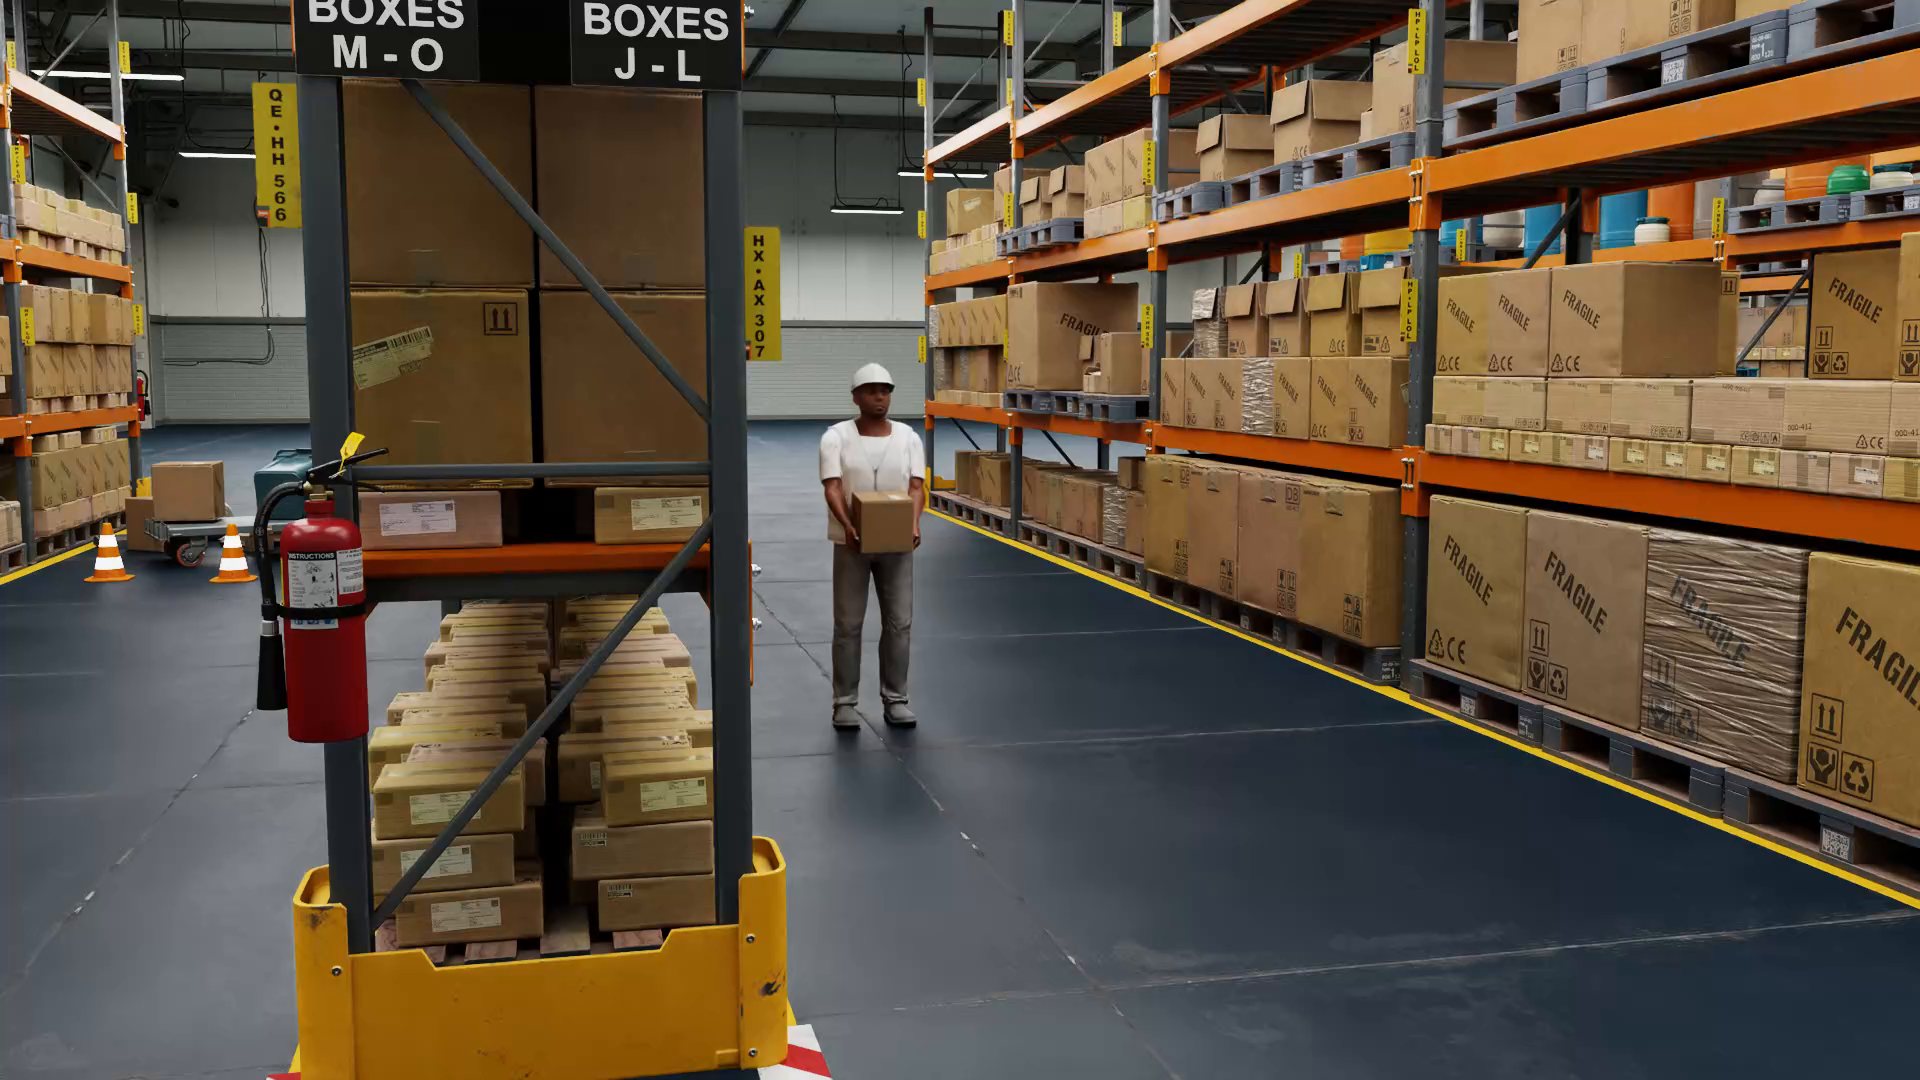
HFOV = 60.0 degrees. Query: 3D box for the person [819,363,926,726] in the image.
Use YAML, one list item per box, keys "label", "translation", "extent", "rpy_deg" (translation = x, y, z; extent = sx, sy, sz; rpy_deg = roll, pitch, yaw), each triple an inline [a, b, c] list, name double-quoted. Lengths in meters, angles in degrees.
- label: "person"
  translation: [-0.401, 0.031, 8.049]
  extent: [0.521, 1.767, 0.573]
  rpy_deg: [-2, 6, -14]
